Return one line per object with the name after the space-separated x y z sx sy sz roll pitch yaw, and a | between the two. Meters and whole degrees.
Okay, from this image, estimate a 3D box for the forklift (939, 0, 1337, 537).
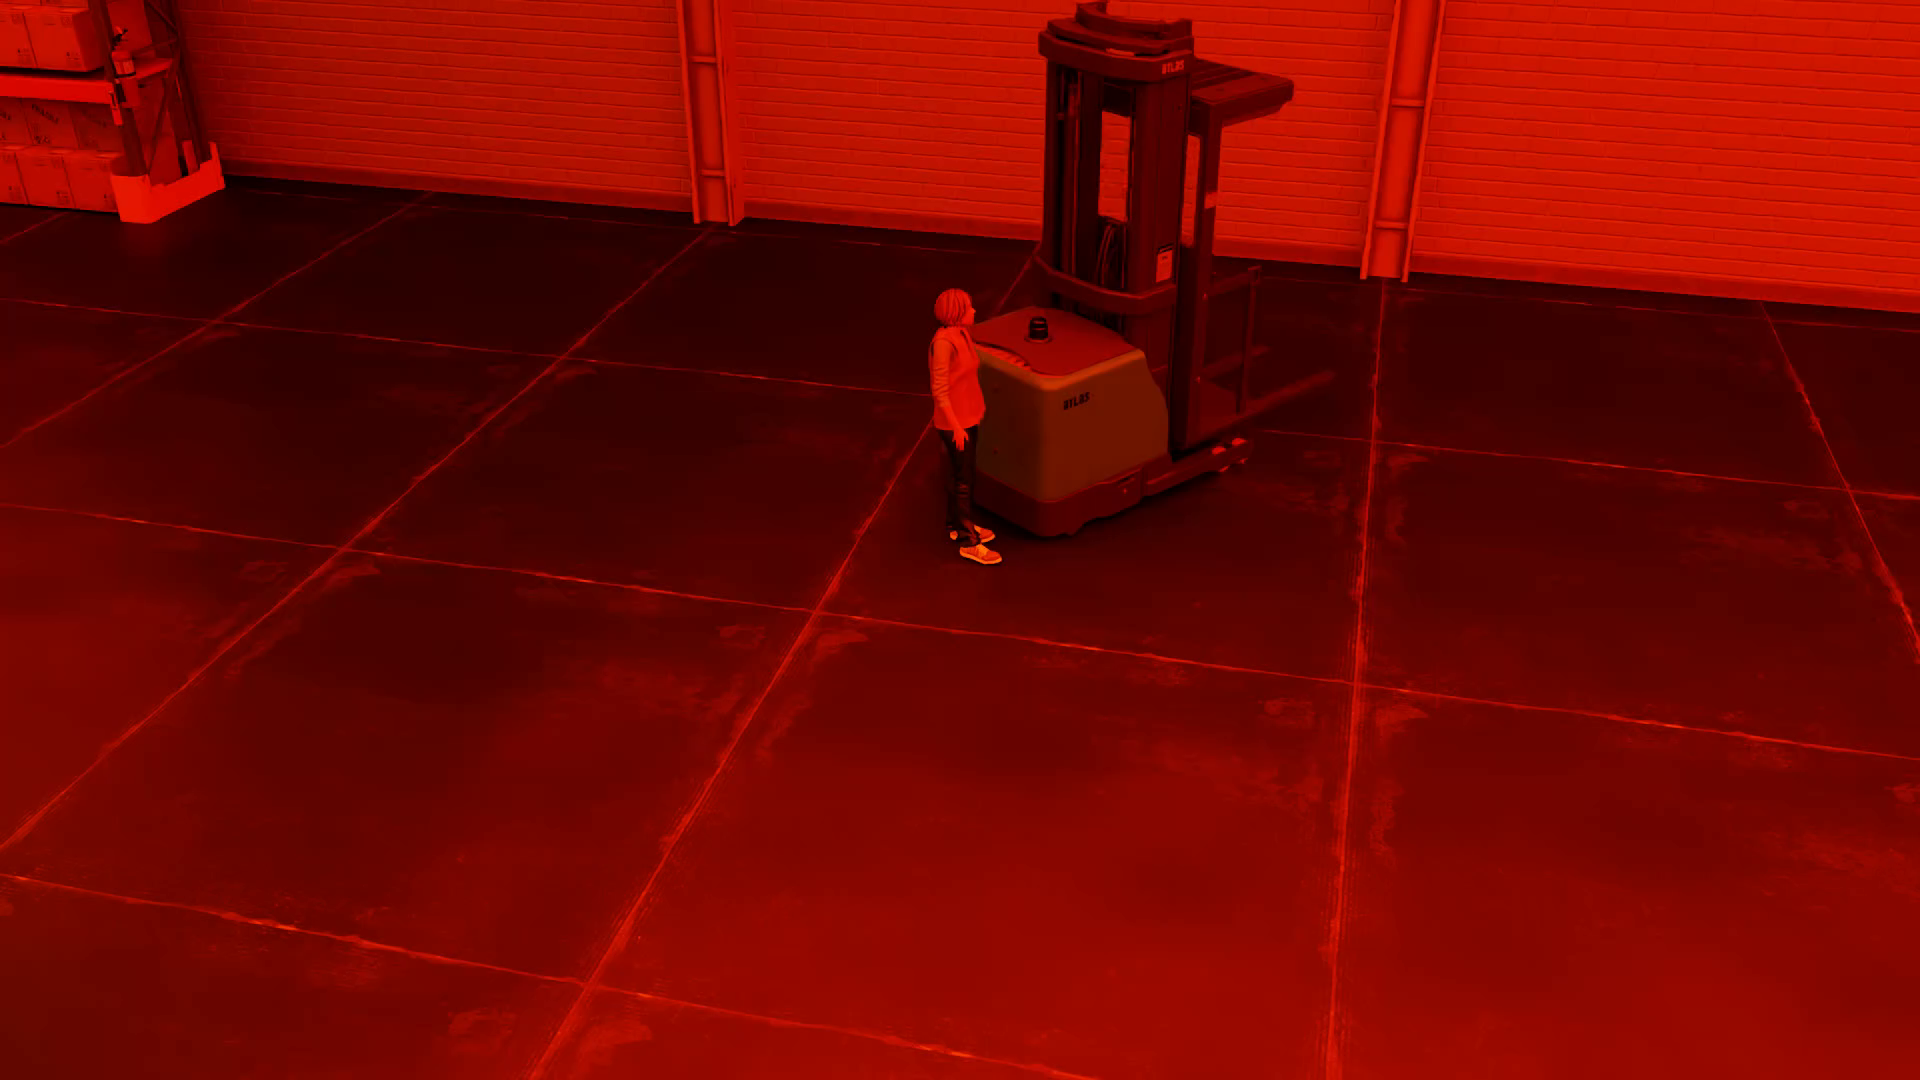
1.310 -1.895 10.514 3.031 2.935 1.130 -23 37 -35 | forklift

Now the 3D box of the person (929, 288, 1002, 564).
0.068 -0.686 9.719 0.476 1.597 0.520 7 30 12 | person
